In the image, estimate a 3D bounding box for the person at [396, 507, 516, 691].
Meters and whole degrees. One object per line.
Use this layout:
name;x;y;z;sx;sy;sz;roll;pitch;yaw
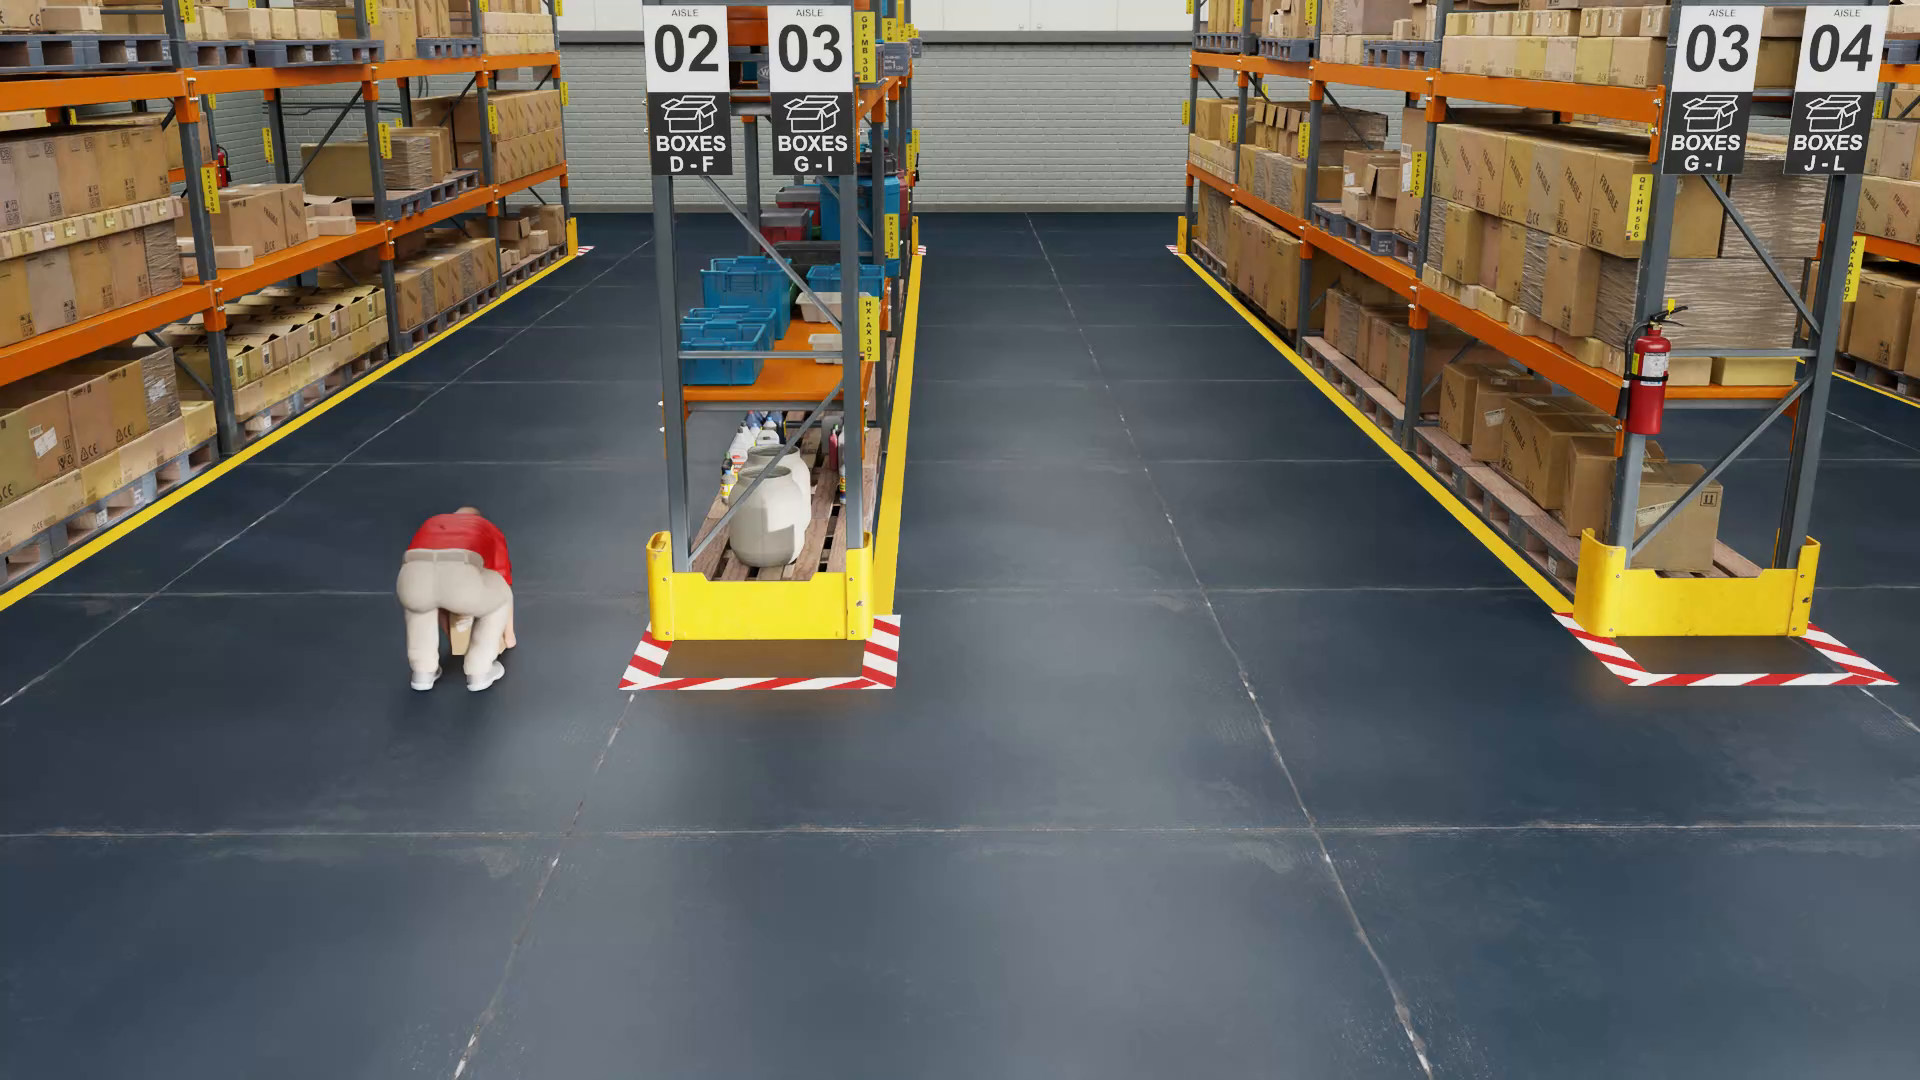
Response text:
person;-2.504;0.281;8.286;0.536;0.814;0.954;-1;17;-2
